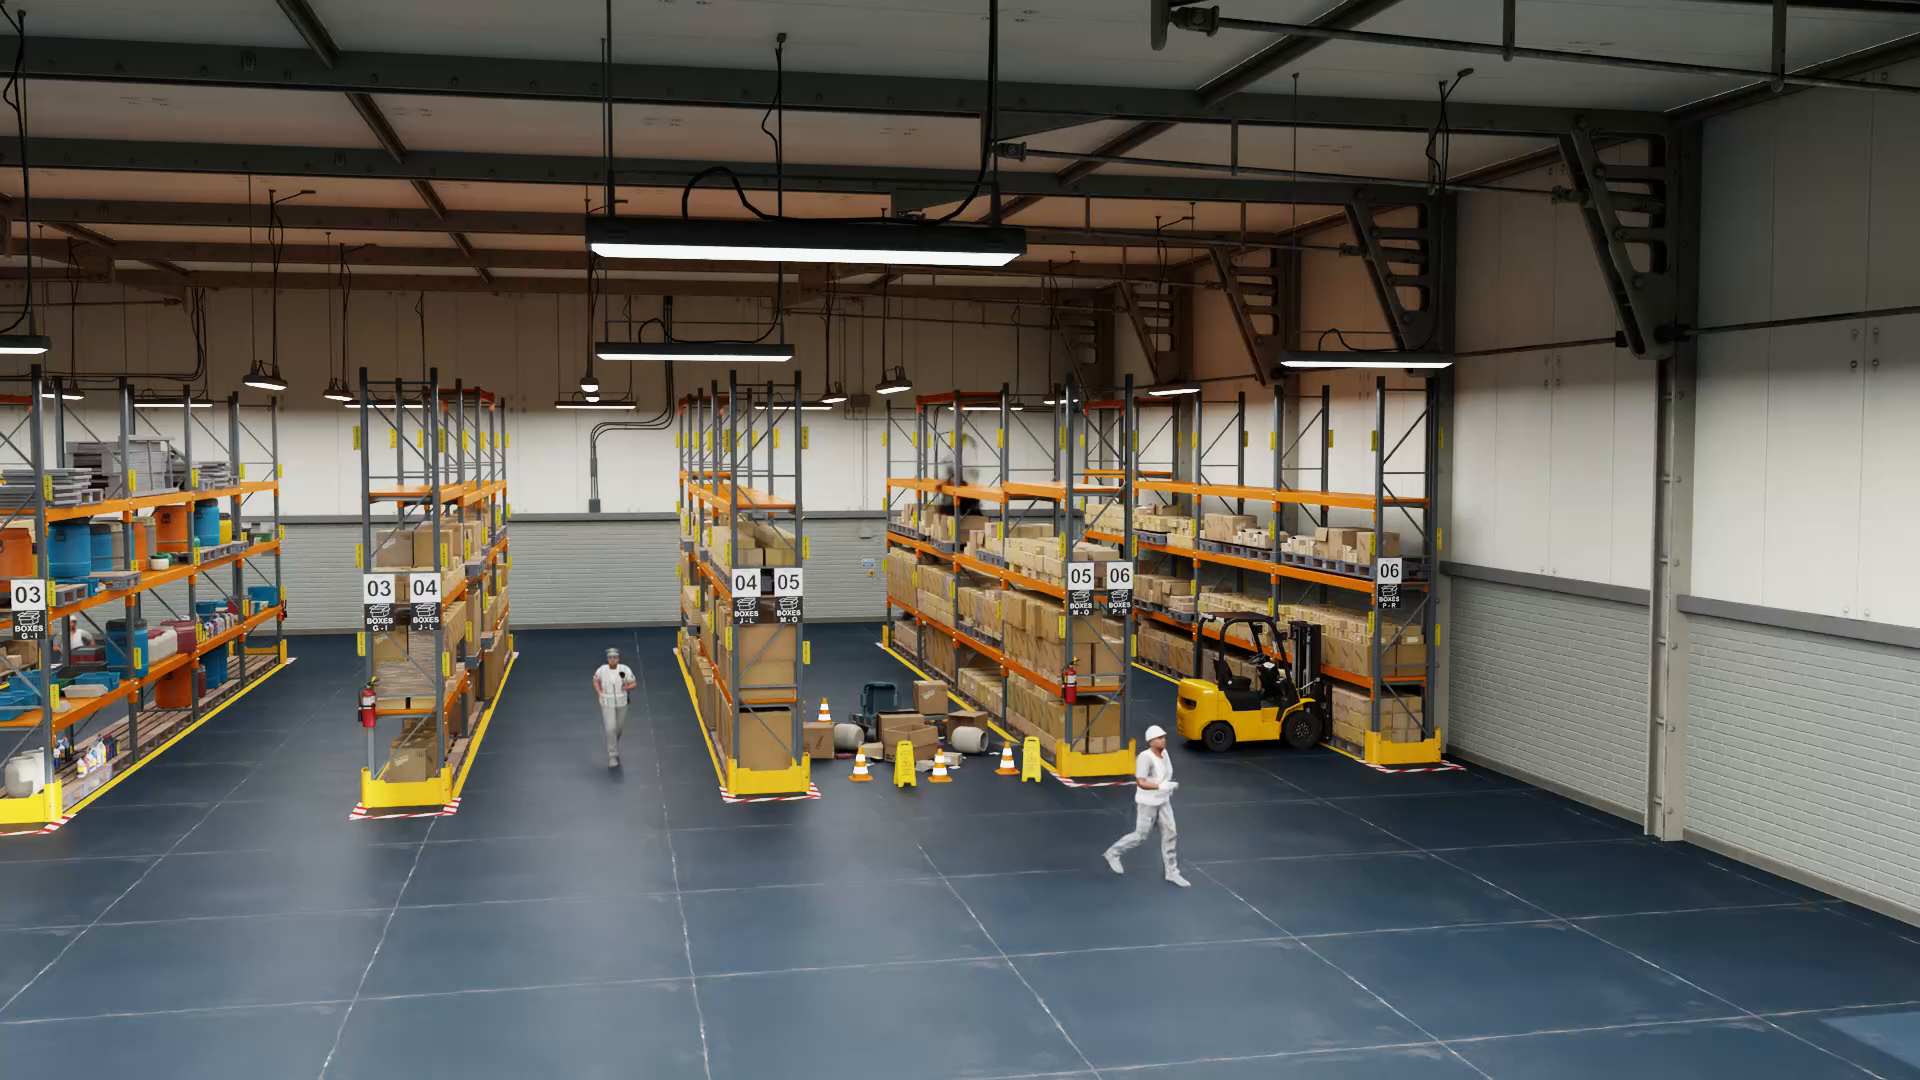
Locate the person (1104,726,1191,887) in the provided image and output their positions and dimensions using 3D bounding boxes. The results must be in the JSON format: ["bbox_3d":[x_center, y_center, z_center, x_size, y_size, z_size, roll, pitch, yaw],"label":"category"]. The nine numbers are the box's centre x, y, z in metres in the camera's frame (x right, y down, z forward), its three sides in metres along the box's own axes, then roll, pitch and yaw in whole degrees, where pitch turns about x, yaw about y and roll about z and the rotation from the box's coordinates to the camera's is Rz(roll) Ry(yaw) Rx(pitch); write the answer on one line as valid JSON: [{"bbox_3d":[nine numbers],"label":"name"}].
[{"bbox_3d":[2.150,2.984,18.838,0.997,1.793,0.694,3,4,37],"label":"person"}]

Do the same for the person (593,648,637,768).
[{"bbox_3d":[-5.365,2.574,25.911,0.640,1.818,0.910,-1,4,-19],"label":"person"}]

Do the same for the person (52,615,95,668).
[{"bbox_3d":[-16.255,2.287,30.483,0.648,1.845,0.799,-1,3,-12],"label":"person"}]

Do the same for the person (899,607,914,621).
[{"bbox_3d":[-1.270,1.686,41.912,0.511,1.669,0.713,2,4,32],"label":"person"}]
